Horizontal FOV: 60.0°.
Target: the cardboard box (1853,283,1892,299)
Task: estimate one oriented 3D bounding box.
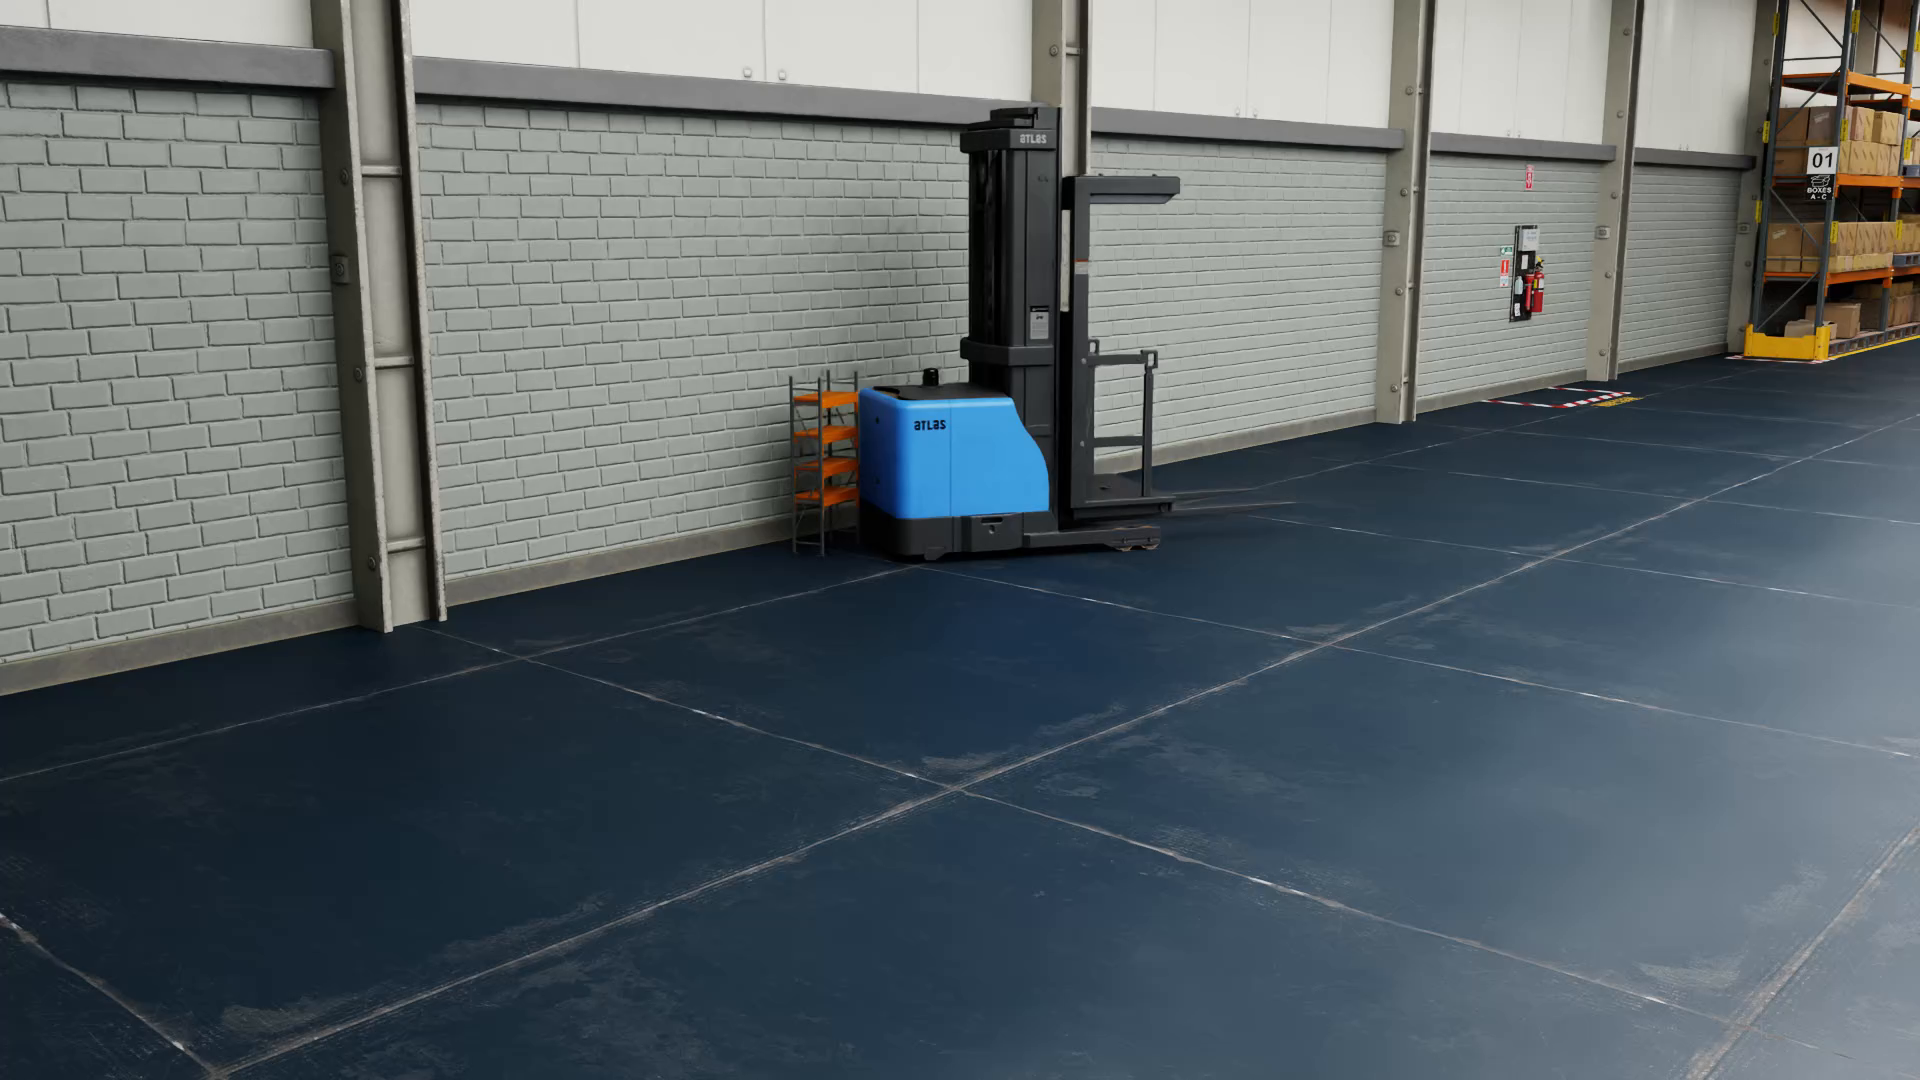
[{"bbox_3d":[16.277,-4.447,29.664,0.500,0.250,0.500,9,15,39],"label":"cardboard box"}]

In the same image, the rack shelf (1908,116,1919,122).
[{"bbox_3d":[19.476,-8.190,32.598,1.077,0.370,4.000,10,15,40],"label":"rack shelf"}]

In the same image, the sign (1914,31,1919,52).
[{"bbox_3d":[15.911,-8.280,27.605,0.100,0.325,0.005,10,15,40],"label":"sign"}]

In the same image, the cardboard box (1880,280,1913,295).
[{"bbox_3d":[17.296,-4.672,30.788,0.500,0.250,0.500,10,15,41],"label":"cardboard box"}]

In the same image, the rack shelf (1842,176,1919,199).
[{"bbox_3d":[16.835,-6.327,29.906,1.077,0.370,4.000,10,15,40],"label":"rack shelf"}]

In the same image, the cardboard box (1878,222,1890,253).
[{"bbox_3d":[15.110,-5.034,27.676,0.500,0.500,0.500,10,15,40],"label":"cardboard box"}]

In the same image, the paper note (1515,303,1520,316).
[{"bbox_3d":[6.898,-2.850,20.571,0.016,0.148,0.142,10,15,40],"label":"paper note"}]

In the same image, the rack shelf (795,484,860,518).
[{"bbox_3d":[-0.914,-0.268,11.347,0.258,0.148,0.480,5,13,26],"label":"rack shelf"}]

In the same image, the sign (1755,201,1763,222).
[{"bbox_3d":[12.471,-5.123,25.939,0.100,0.325,0.005,10,15,40],"label":"sign"}]

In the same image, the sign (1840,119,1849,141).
[{"bbox_3d":[13.282,-6.155,24.979,0.100,0.325,0.005,10,15,40],"label":"sign"}]

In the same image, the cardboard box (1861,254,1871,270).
[{"bbox_3d":[14.444,-4.519,27.010,0.500,0.250,0.500,10,15,41],"label":"cardboard box"}]

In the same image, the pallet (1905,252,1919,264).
[{"bbox_3d":[16.880,-5.112,30.137,1.003,0.211,1.213,10,15,40],"label":"pallet"}]

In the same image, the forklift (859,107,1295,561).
[{"bbox_3d":[0.860,-1.452,11.500,3.031,2.935,1.130,-4,12,-18],"label":"forklift"}]

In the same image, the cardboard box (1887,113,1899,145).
[{"bbox_3d":[15.032,-6.743,27.295,0.500,0.500,0.500,11,16,43],"label":"cardboard box"}]

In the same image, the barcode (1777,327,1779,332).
[{"bbox_3d":[13.111,-3.372,26.653,0.001,0.075,0.075,10,15,40],"label":"barcode"}]

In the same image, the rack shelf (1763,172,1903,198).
[{"bbox_3d":[14.195,-5.738,26.960,1.077,0.370,4.000,10,15,40],"label":"rack shelf"}]

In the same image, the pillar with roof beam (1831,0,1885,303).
[{"bbox_3d":[19.882,-7.808,27.831,9.100,9.000,0.548,10,15,40],"label":"pillar with roof beam"}]

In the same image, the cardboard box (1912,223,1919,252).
[{"bbox_3d":[17.047,-5.511,30.265,0.700,0.500,0.500,10,15,40],"label":"cardboard box"}]

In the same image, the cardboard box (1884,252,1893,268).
[{"bbox_3d":[15.430,-4.741,28.124,0.500,0.250,0.500,10,15,40],"label":"cardboard box"}]

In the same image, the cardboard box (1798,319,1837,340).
[{"bbox_3d":[13.775,-3.397,26.801,0.500,0.311,0.500,-11,15,-43],"label":"cardboard box"}]

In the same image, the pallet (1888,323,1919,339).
[{"bbox_3d":[16.833,-3.842,30.407,1.003,0.211,1.213,10,15,40],"label":"pallet"}]

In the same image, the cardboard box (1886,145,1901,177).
[{"bbox_3d":[15.366,-6.337,27.817,0.500,0.500,0.500,10,15,42],"label":"cardboard box"}]

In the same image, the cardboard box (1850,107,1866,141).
[{"bbox_3d":[13.681,-6.438,25.770,0.500,0.500,0.500,10,15,40],"label":"cardboard box"}]

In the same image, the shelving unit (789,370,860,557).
[{"bbox_3d":[-0.914,-0.529,11.295,0.258,1.200,0.503,5,13,26],"label":"shelving unit"}]

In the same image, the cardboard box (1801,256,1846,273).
[{"bbox_3d":[13.435,-4.293,25.876,0.500,0.250,0.500,9,15,39],"label":"cardboard box"}]

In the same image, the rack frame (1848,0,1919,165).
[{"bbox_3d":[15.515,-7.856,28.069,1.000,3.000,0.127,10,15,40],"label":"rack frame"}]

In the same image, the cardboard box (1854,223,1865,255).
[{"bbox_3d":[14.095,-4.808,26.540,0.500,0.500,0.500,9,14,39],"label":"cardboard box"}]

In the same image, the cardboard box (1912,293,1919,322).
[{"bbox_3d":[17.720,-4.380,31.240,0.700,0.500,0.500,10,15,41],"label":"cardboard box"}]

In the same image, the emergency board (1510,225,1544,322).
[{"bbox_3d":[7.067,-3.299,20.570,0.194,1.169,0.643,10,15,40],"label":"emergency board"}]

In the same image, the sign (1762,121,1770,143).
[{"bbox_3d":[12.471,-6.305,25.703,0.100,0.325,0.005,10,15,40],"label":"sign"}]

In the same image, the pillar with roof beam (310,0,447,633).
[{"bbox_3d":[0.078,-3.395,5.732,9.100,9.000,0.400,10,15,40],"label":"pillar with roof beam"}]

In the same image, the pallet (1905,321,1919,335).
[{"bbox_3d":[17.639,-4.020,31.301,1.003,0.211,1.213,10,15,40],"label":"pallet"}]

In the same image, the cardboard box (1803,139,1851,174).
[{"bbox_3d":[13.283,-5.872,25.489,0.500,0.500,0.500,10,15,42],"label":"cardboard box"}]

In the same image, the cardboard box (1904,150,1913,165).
[{"bbox_3d":[16.343,-6.708,29.135,0.500,0.311,0.500,10,15,42],"label":"cardboard box"}]

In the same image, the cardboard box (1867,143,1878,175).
[{"bbox_3d":[14.342,-6.105,26.655,0.500,0.500,0.500,11,16,44],"label":"cardboard box"}]

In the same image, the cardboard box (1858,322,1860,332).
[{"bbox_3d":[15.185,-3.658,28.477,0.380,0.166,0.250,7,14,33],"label":"cardboard box"}]

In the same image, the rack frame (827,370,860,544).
[{"bbox_3d":[-0.806,-0.572,11.510,0.240,1.200,0.015,5,13,26],"label":"rack frame"}]

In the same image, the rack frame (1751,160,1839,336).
[{"bbox_3d":[12.875,-4.326,25.710,1.000,3.000,0.127,10,15,40],"label":"rack frame"}]

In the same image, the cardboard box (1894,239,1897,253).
[{"bbox_3d":[15.877,-5.249,28.956,0.700,0.500,0.500,10,15,41],"label":"cardboard box"}]

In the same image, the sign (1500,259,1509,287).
[{"bbox_3d":[6.624,-3.248,20.226,0.001,0.329,0.234,10,15,40],"label":"sign"}]

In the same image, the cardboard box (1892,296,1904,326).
[{"bbox_3d":[16.659,-4.167,30.174,0.700,0.500,0.500,10,15,41],"label":"cardboard box"}]
